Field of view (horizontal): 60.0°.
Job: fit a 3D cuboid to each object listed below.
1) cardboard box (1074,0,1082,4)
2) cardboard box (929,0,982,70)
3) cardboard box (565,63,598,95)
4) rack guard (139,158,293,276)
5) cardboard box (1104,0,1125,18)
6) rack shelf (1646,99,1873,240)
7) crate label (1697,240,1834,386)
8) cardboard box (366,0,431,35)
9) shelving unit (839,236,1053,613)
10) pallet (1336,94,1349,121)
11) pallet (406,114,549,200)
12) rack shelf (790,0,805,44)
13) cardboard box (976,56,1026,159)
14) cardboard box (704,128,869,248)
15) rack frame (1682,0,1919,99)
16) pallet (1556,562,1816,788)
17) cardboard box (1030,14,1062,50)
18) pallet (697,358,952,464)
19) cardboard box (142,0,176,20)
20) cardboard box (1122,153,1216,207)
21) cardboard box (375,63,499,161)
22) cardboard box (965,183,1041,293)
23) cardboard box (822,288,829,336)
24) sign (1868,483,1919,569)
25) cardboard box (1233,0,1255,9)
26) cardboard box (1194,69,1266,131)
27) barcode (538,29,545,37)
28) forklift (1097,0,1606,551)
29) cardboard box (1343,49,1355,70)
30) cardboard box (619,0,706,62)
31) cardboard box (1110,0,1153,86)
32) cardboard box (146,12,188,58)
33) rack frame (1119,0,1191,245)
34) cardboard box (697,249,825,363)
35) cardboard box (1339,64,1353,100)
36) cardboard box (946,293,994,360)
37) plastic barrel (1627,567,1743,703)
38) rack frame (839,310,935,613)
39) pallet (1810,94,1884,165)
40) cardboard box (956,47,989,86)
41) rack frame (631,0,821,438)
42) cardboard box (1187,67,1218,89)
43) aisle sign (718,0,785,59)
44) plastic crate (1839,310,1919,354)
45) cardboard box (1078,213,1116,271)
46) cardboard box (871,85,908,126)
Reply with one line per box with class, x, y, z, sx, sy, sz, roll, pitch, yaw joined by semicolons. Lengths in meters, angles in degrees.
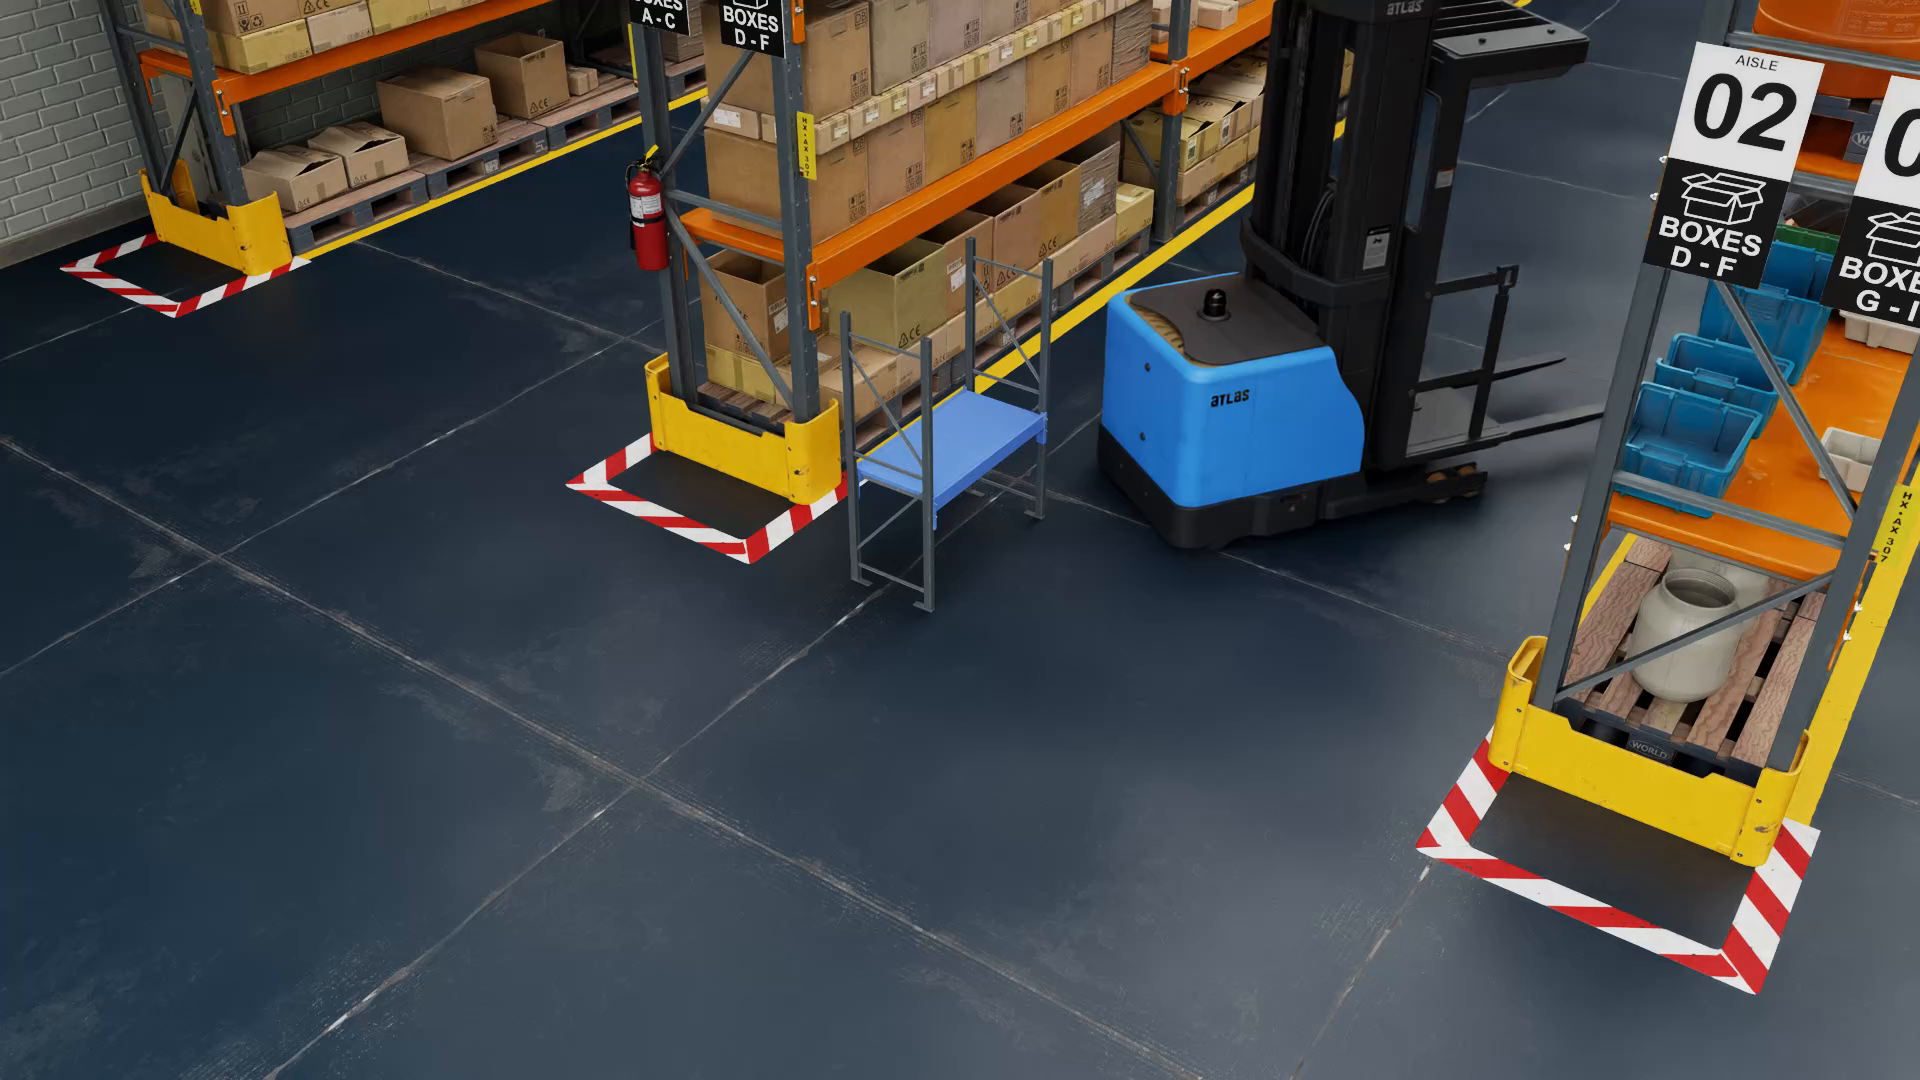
cardboard box;0.551;-3.675;10.260;0.700;0.500;0.500;21;39;28
cardboard box;-0.306;-2.985;9.239;0.700;0.500;0.500;21;40;28
cardboard box;-3.266;-3.869;13.930;0.380;0.166;0.250;16;37;22
rack guard;-5.223;-2.275;11.668;1.175;0.500;0.348;21;39;28
cardboard box;0.817;-3.418;10.458;0.380;0.149;0.250;20;39;27
rack shelf;4.013;-1.976;6.959;1.077;0.370;4.000;21;39;28
crate label;3.699;-1.059;7.607;0.502;0.435;0.616;21;39;28
cardboard box;-4.148;-3.821;11.839;0.500;0.250;0.500;21;39;27
shelving unit;-0.049;-0.582;8.272;0.538;1.500;1.048;21;39;28
pallet;2.865;-3.855;14.262;1.003;0.211;1.213;21;39;28
pallet;-4.035;-3.077;13.112;1.003;0.211;1.213;21;39;28
rack shelf;-0.055;-3.560;9.301;1.077;0.370;4.000;21;39;28
cardboard box;-0.038;-2.661;9.917;0.700;0.500;0.500;23;40;30
cardboard box;-0.918;-1.947;8.862;0.700;0.500;0.500;21;39;28
rack frame;2.872;-2.596;4.556;1.000;3.000;0.127;21;39;28
pallet;3.344;0.622;7.642;1.003;0.211;1.213;21;39;28
cardboard box;0.381;-3.069;9.942;0.380;0.149;0.250;22;40;29
pallet;-0.793;-0.905;9.900;1.003;0.211;1.213;21;39;28
cardboard box;-5.173;-3.817;11.164;0.500;0.500;0.500;21;39;28
cardboard box;1.519;-2.677;12.111;0.500;0.250;0.500;20;39;27
cardboard box;-4.014;-3.296;12.785;0.700;0.500;0.500;19;38;25
cardboard box;0.151;-1.906;10.301;0.500;0.500;0.500;21;39;28
cardboard box;-0.857;-1.305;10.082;0.500;0.250;0.500;21;39;28
sign;3.322;-0.048;5.896;0.100;0.325;0.005;21;39;28
cardboard box;1.837;-4.168;12.146;0.500;0.500;0.500;24;41;31
cardboard box;2.110;-3.381;12.651;0.500;0.311;0.500;20;39;27
barcode;-3.491;-4.224;13.871;0.001;0.075;0.075;21;39;28
forklift;2.334;-1.674;8.609;3.031;2.935;1.130;-12;36;-17
cardboard box;2.979;-4.083;13.689;0.500;0.311;0.500;21;39;28
cardboard box;-2.580;-4.607;14.724;0.700;0.500;0.500;23;40;30
cardboard box;0.838;-3.371;10.968;0.700;0.500;0.500;20;39;27
cardboard box;-5.159;-3.499;11.362;0.500;0.250;0.500;22;40;29
rack frame;1.086;-3.536;11.301;1.000;3.000;0.127;21;39;28
cardboard box;-1.134;-1.382;9.527;0.500;0.500;0.500;21;39;28
cardboard box;2.976;-3.853;13.850;0.500;0.250;0.500;21;39;28
cardboard box;-0.139;-1.367;10.173;0.500;0.250;0.500;21;39;28
plastic barrel;3.185;0.418;7.300;0.421;0.512;0.421;0;34;0
rack frame;-0.338;-0.348;7.926;0.500;1.500;0.032;21;39;28
pallet;3.424;-1.625;5.966;1.003;0.211;1.213;21;39;28
cardboard box;-0.062;-2.710;9.412;0.380;0.149;0.250;21;39;28
rack frame;-1.195;-1.695;8.579;1.000;3.000;0.127;21;39;28
cardboard box;1.659;-3.551;12.903;0.500;0.311;0.500;21;39;28
aisle sign;-0.981;-2.644;7.661;0.394;0.787;0.004;21;39;28
plastic crate;4.435;-1.015;7.808;0.530;0.136;0.437;21;39;28
cardboard box;0.708;-2.061;11.199;0.500;0.250;0.500;21;39;28
cardboard box;-0.503;-2.354;8.884;0.380;0.149;0.250;21;40;28
